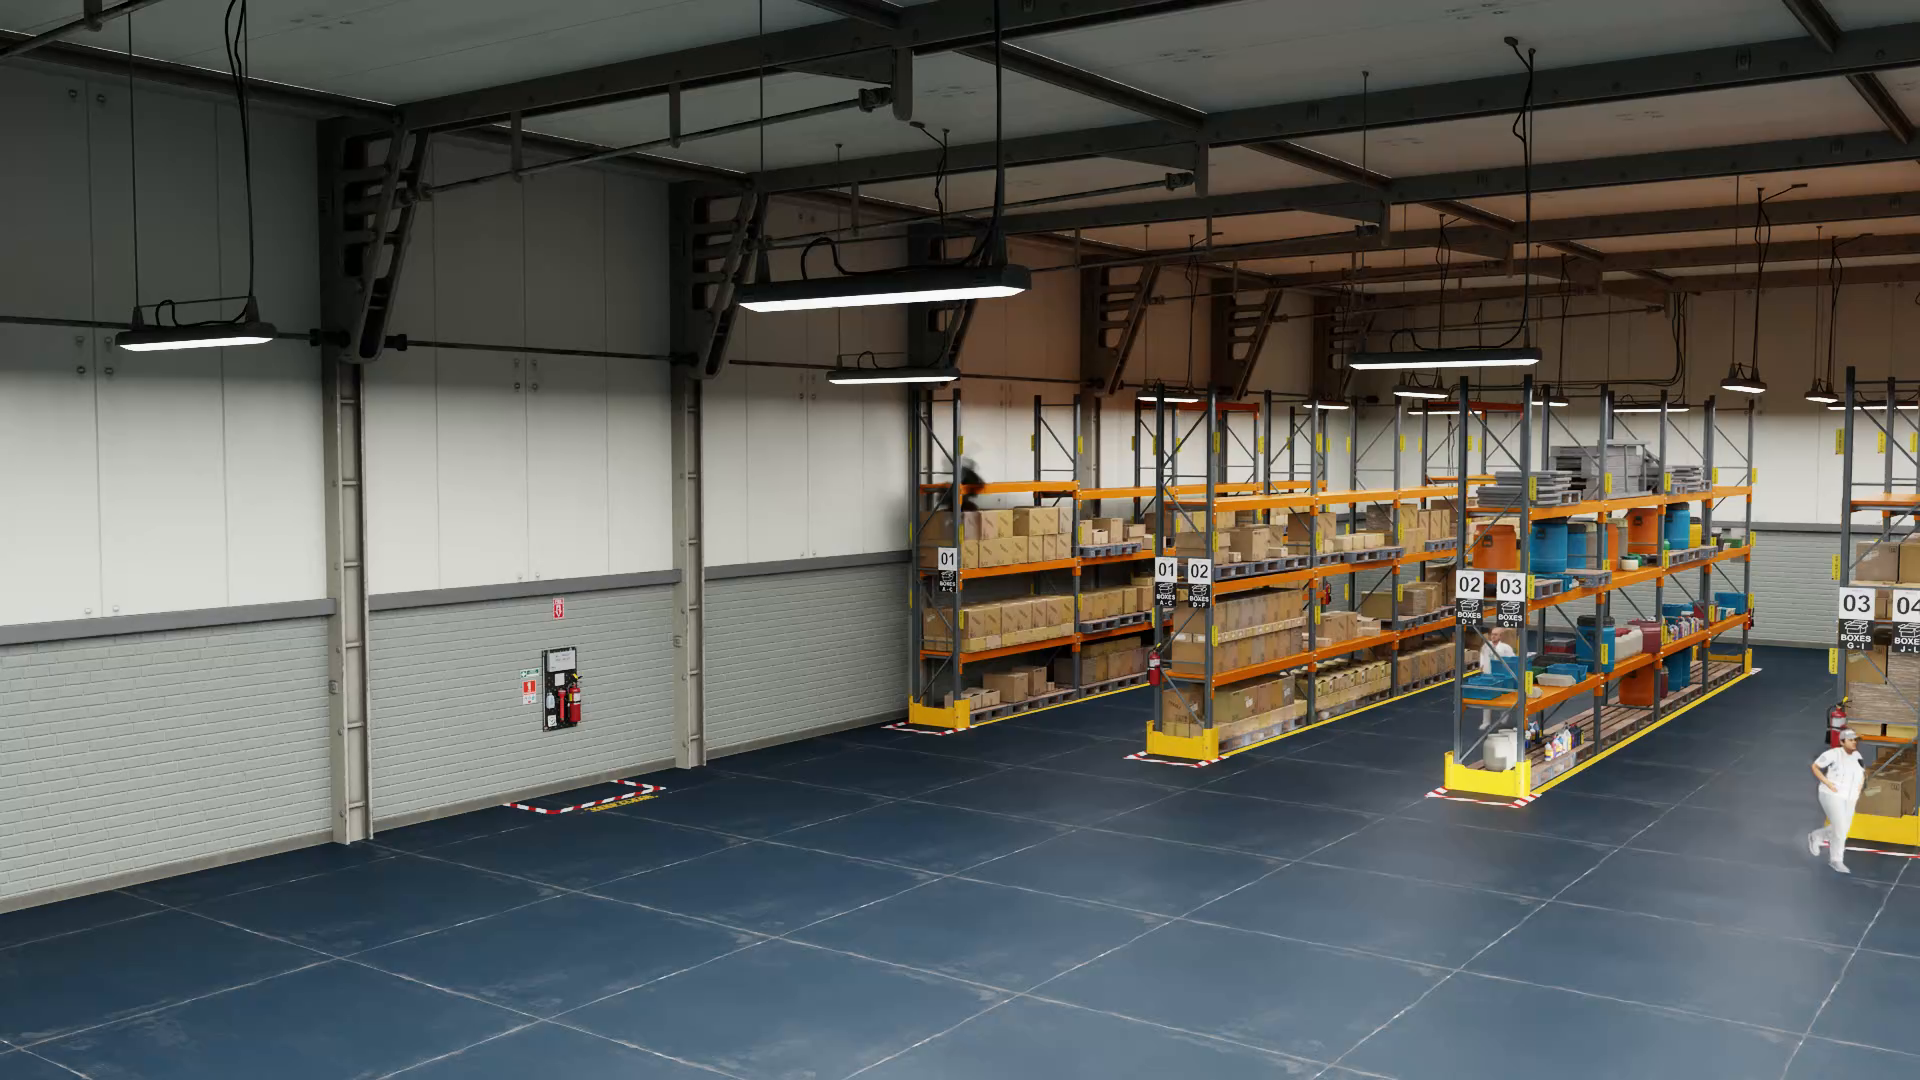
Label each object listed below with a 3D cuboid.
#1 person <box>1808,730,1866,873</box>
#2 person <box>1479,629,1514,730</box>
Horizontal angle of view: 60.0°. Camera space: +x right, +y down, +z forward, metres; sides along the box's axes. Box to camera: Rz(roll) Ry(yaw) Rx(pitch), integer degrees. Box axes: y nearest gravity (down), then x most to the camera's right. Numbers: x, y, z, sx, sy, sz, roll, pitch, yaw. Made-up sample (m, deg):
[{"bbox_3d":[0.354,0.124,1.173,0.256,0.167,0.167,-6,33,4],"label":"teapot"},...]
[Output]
[{"bbox_3d":[10.495,3.076,19.850,0.650,1.648,0.788,-1,3,-10],"label":"person"},{"bbox_3d":[9.387,2.431,29.197,0.704,1.753,1.014,3,4,39],"label":"person"}]
